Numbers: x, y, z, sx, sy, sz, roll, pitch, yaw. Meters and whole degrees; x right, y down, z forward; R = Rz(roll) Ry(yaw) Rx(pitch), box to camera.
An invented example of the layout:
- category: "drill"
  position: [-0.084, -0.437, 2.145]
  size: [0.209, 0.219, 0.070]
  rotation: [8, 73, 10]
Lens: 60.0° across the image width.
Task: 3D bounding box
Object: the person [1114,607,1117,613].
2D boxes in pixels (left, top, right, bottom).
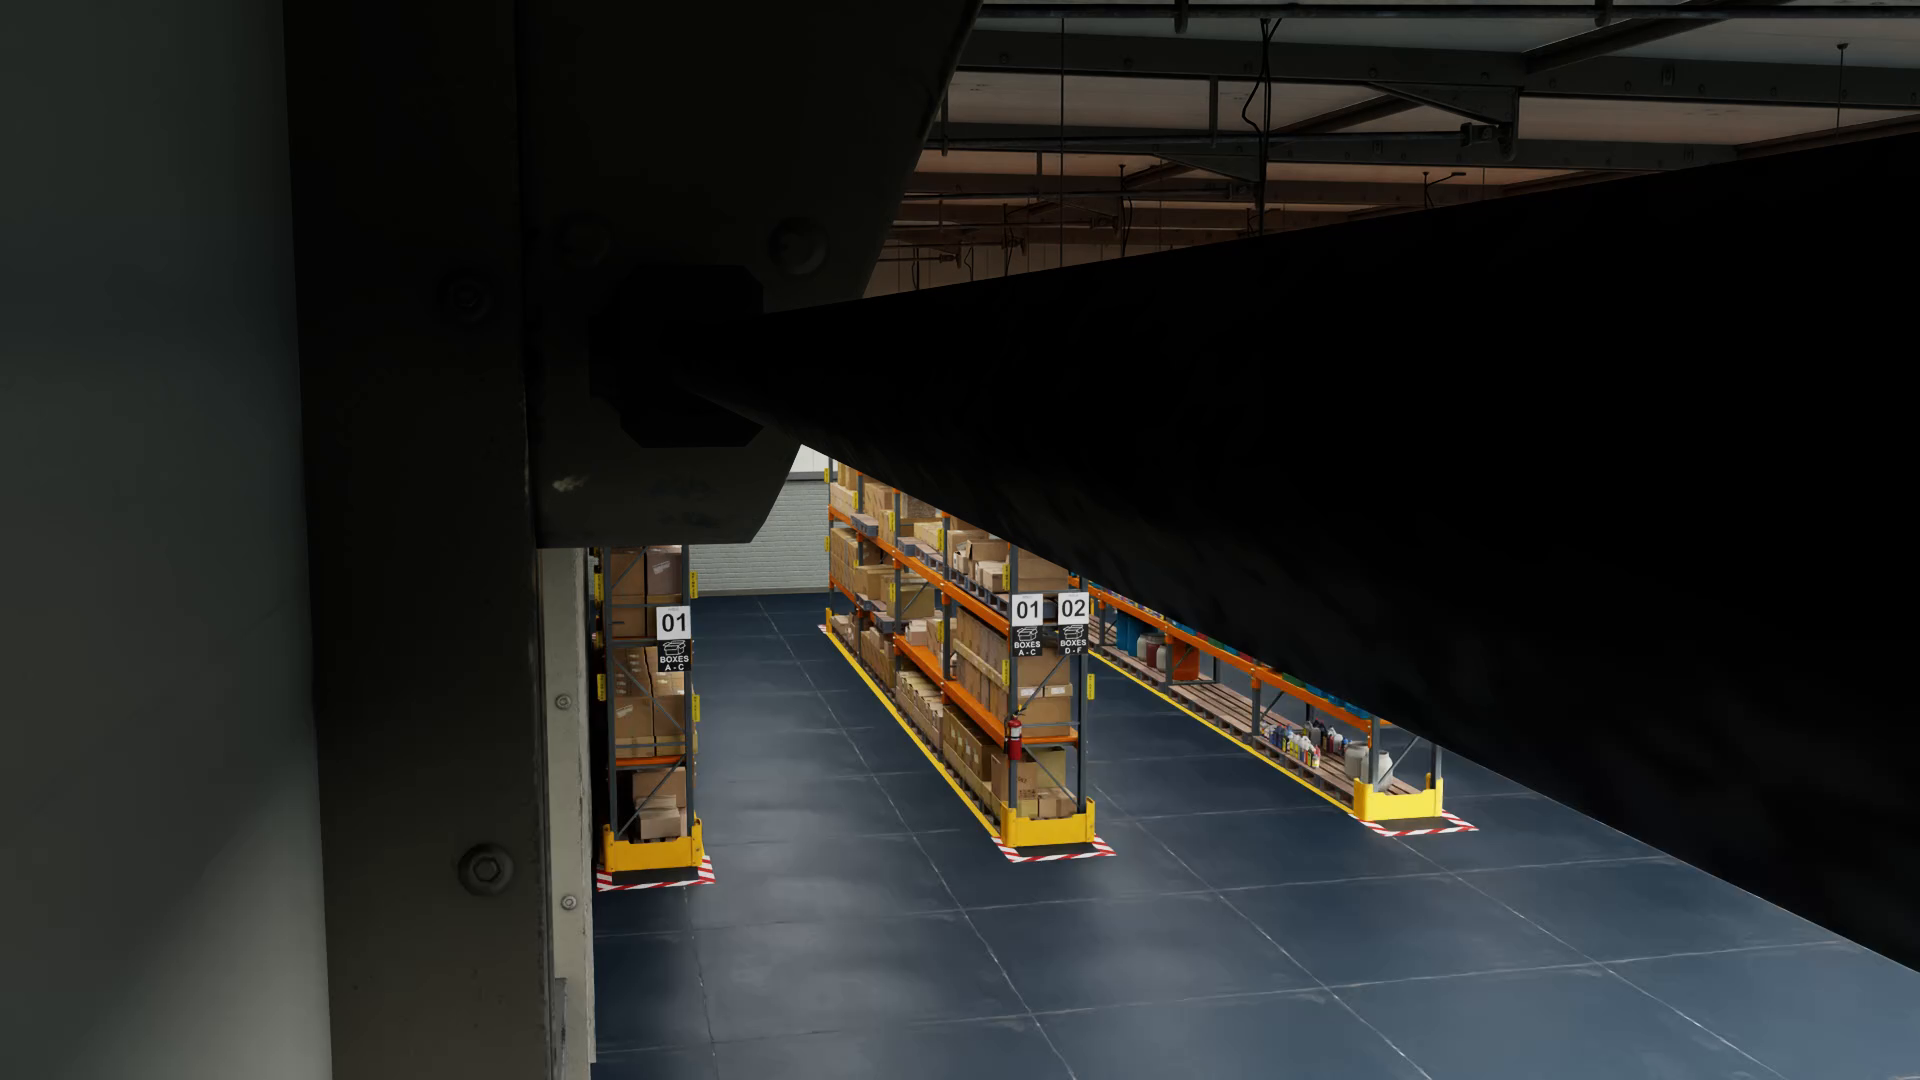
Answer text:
- category: "person"
  position: [3.816, 0.946, 38.532]
  size: [0.493, 1.681, 0.848]
  rotation: [-2, 7, -18]
